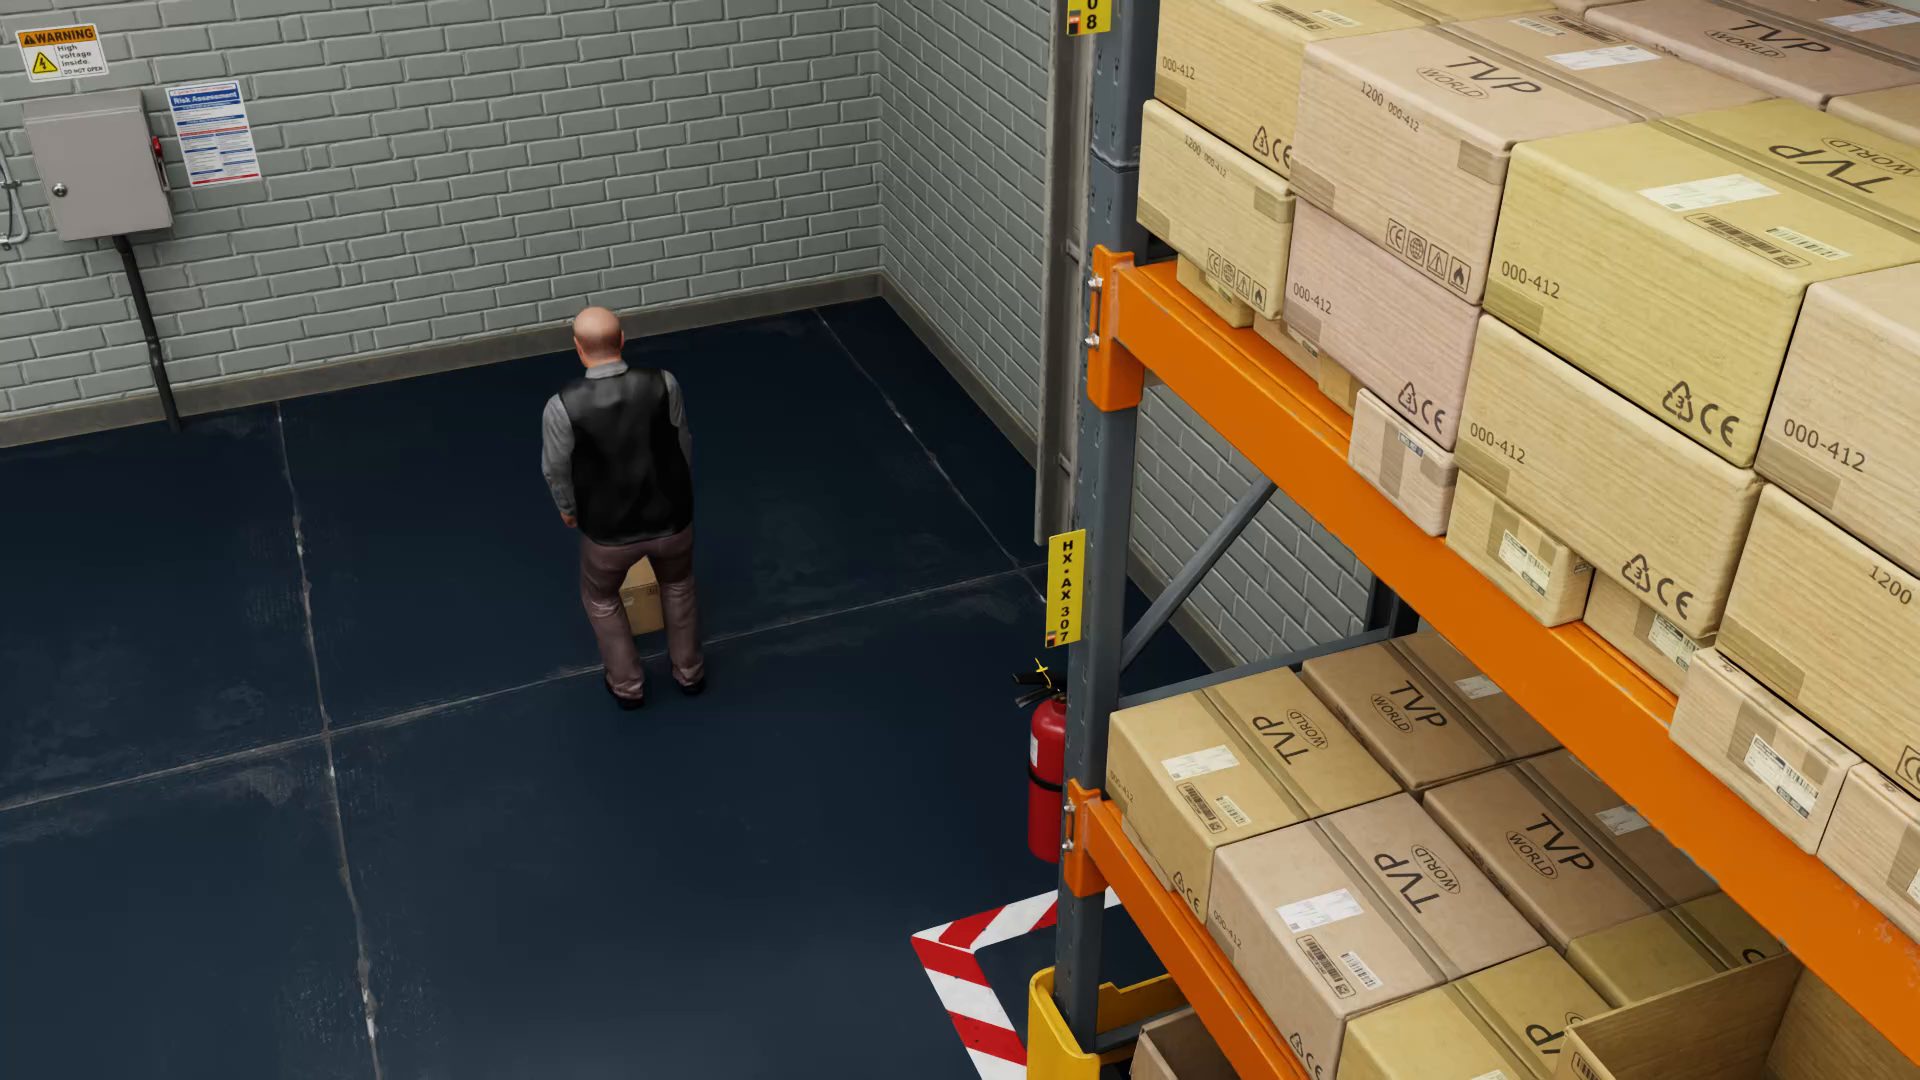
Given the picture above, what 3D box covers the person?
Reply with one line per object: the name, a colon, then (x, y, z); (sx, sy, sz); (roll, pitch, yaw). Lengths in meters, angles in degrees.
person: (-1.274, -0.082, 6.366); (0.566, 1.646, 0.464); (-12, 35, -18)
